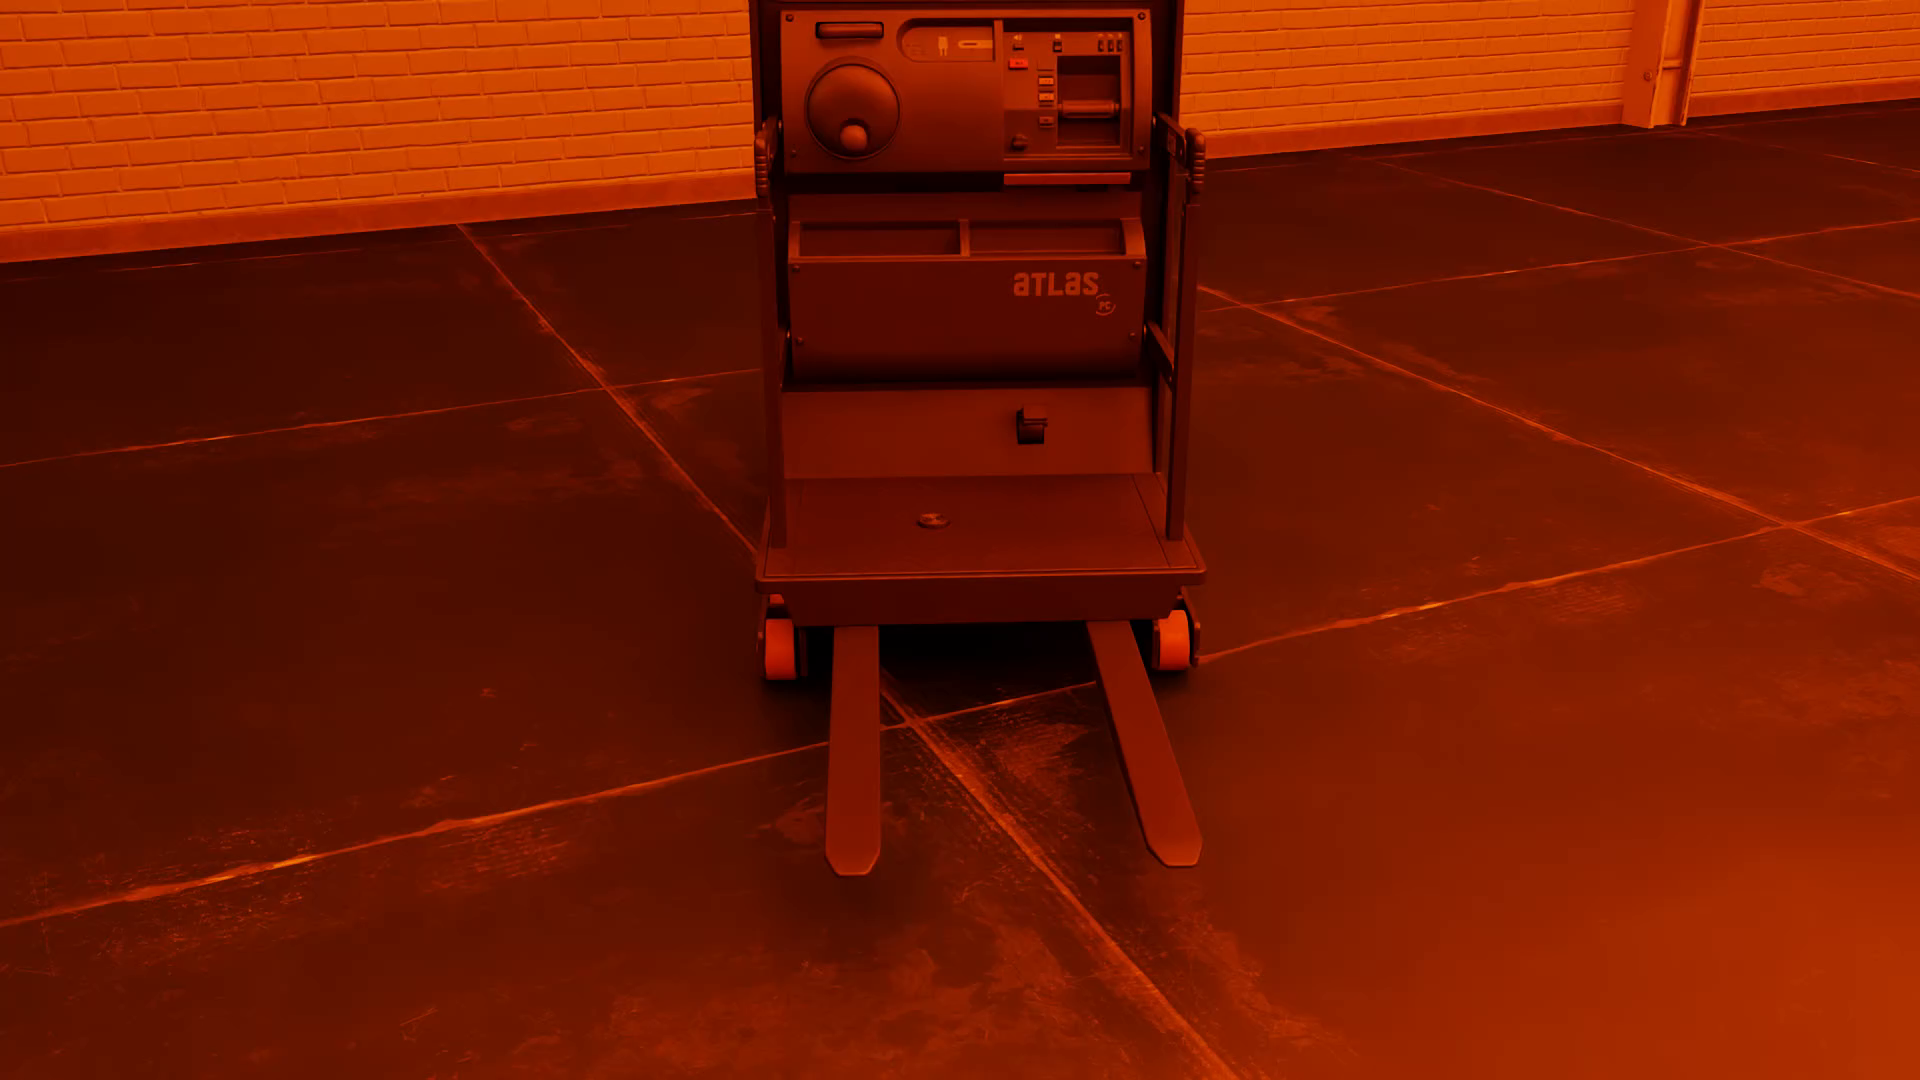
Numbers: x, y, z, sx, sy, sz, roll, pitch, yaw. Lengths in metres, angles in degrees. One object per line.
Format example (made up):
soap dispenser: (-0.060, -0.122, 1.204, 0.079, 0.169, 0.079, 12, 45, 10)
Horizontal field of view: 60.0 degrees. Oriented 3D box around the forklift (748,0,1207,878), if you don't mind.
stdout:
forklift: (0.030, -1.120, 3.982, 1.130, 2.935, 3.031, -1, 23, -3)
